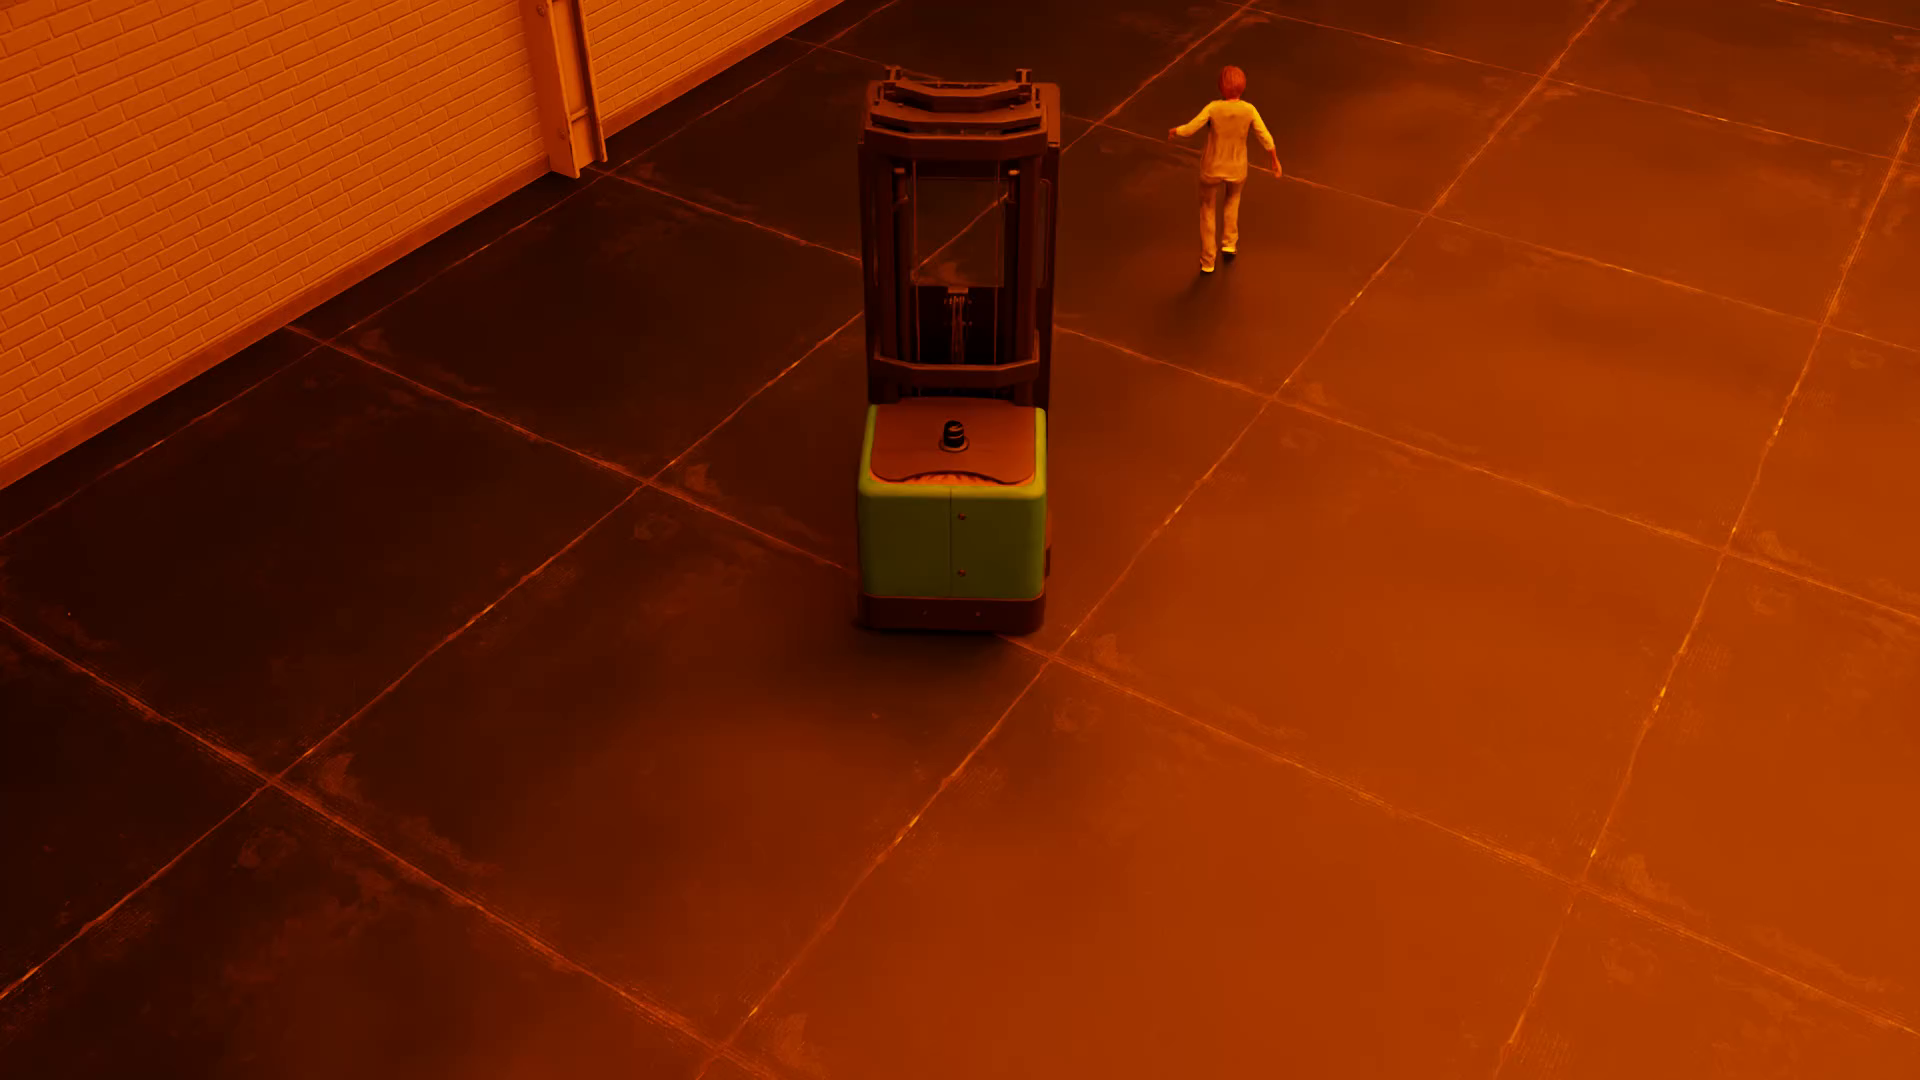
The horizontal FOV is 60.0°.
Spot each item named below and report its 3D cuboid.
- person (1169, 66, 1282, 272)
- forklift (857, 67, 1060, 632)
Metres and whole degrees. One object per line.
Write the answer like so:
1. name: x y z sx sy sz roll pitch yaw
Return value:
1. person: 1.957 -2.749 12.302 0.835 1.607 0.526 3 40 3
2. forklift: 0.002 -1.527 9.768 1.130 2.935 3.031 1 40 1
